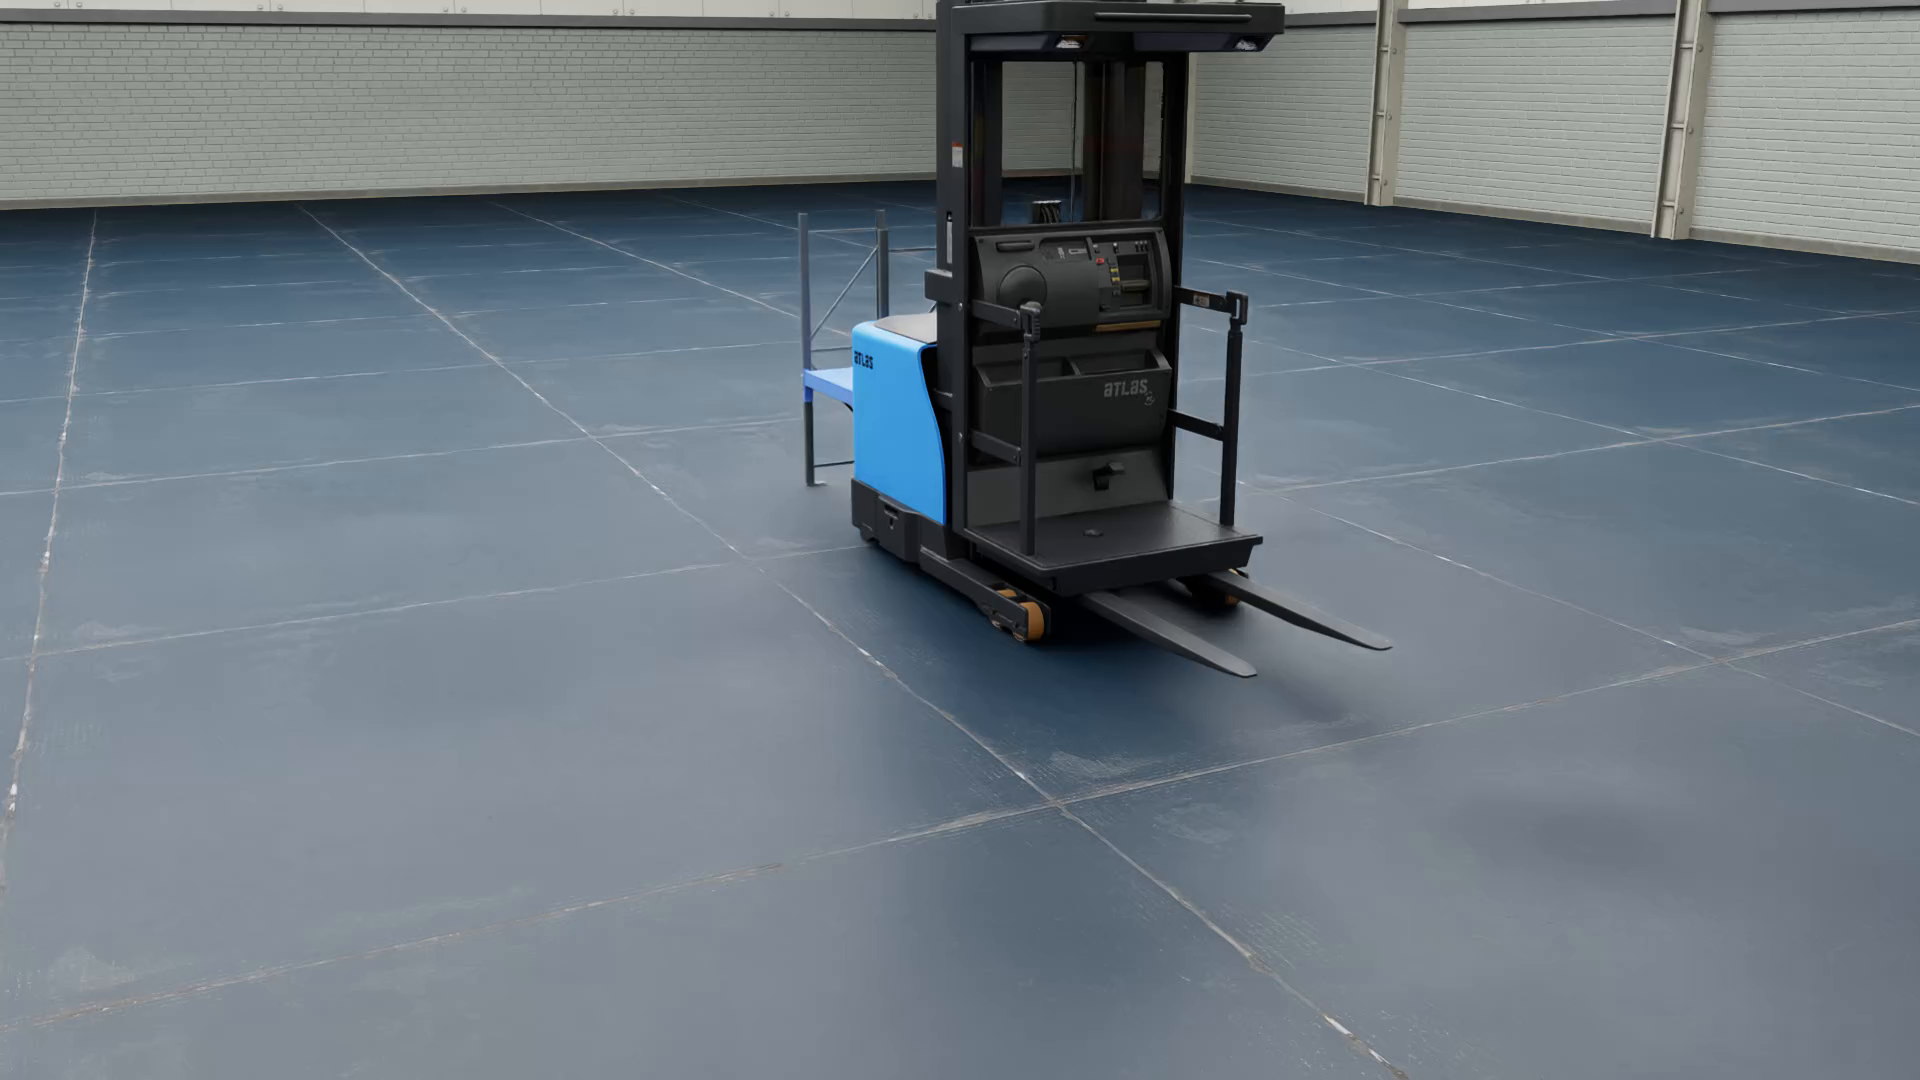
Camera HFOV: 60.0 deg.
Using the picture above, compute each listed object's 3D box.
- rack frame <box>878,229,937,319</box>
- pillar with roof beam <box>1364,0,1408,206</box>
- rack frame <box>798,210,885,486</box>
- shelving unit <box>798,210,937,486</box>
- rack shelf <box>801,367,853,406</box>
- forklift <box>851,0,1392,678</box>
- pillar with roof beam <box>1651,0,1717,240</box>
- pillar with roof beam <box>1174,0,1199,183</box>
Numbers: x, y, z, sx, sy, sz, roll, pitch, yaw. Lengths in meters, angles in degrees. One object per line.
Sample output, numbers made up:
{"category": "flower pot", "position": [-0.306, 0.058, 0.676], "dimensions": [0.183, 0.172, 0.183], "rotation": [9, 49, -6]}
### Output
{"category": "rack frame", "position": [-0.171, -0.811, 8.357], "dimensions": [0.500, 1.500, 0.032], "rotation": [-8, 18, -26]}
{"category": "pillar with roof beam", "position": [3.106, -9.380, 24.623], "dimensions": [9.100, 9.000, 0.400], "rotation": [-8, 18, -25]}
{"category": "rack frame", "position": [-0.639, -1.060, 9.225], "dimensions": [0.500, 1.500, 0.032], "rotation": [-8, 18, -26]}
{"category": "shelving unit", "position": [-0.405, -0.935, 8.791], "dimensions": [0.538, 1.500, 1.048], "rotation": [-8, 18, -26]}
{"category": "rack shelf", "position": [-0.405, -0.762, 8.841], "dimensions": [0.538, 0.185, 1.000], "rotation": [-8, 18, -26]}
{"category": "forklift", "position": [0.588, -1.132, 6.880], "dimensions": [1.130, 2.935, 3.031], "rotation": [-8, 18, -26]}
{"category": "pillar with roof beam", "position": [5.735, -7.892, 19.439], "dimensions": [9.100, 9.000, 0.400], "rotation": [-8, 18, -25]}
{"category": "pillar with roof beam", "position": [0.478, -10.868, 29.808], "dimensions": [9.100, 9.000, 0.400], "rotation": [-8, 18, -25]}
